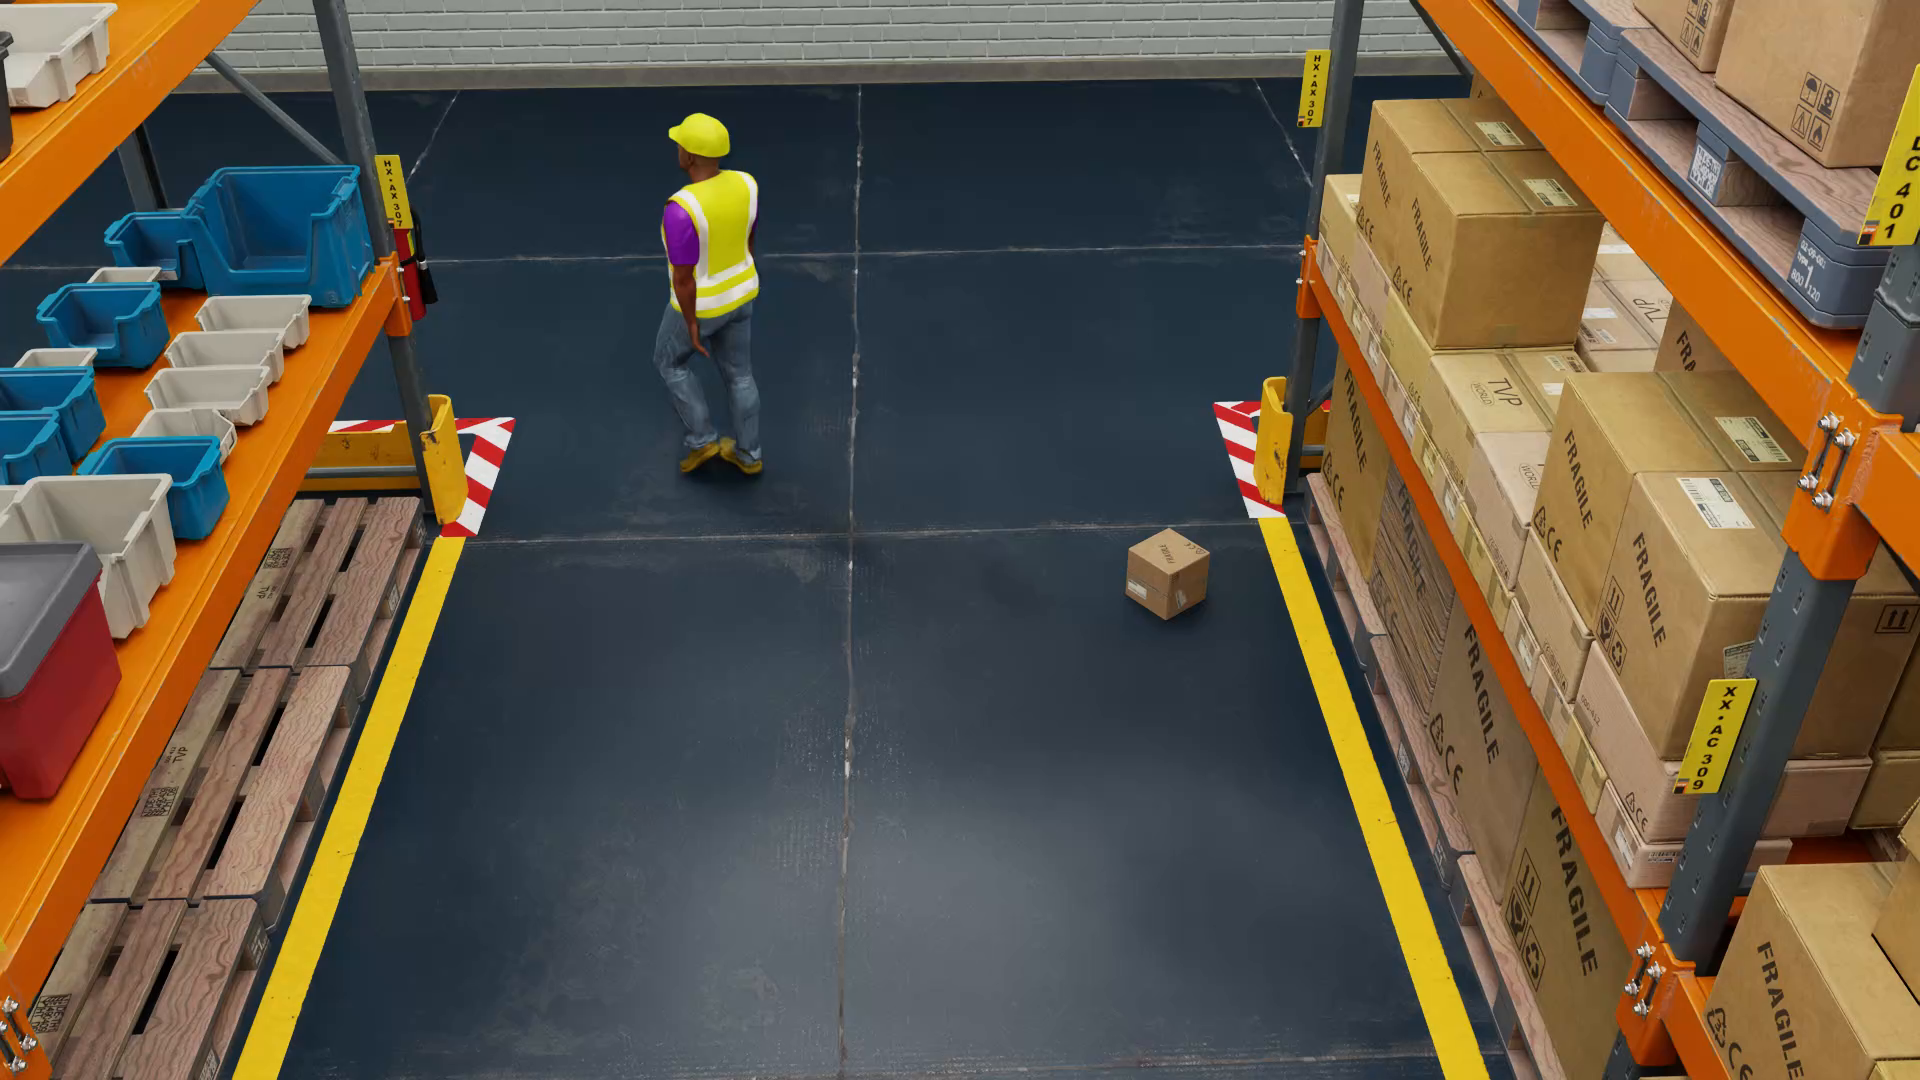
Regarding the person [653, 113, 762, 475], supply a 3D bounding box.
[{"bbox_3d":[-1.152,-1.100,7.693,0.504,1.809,0.563,28,43,33],"label":"person"}]
